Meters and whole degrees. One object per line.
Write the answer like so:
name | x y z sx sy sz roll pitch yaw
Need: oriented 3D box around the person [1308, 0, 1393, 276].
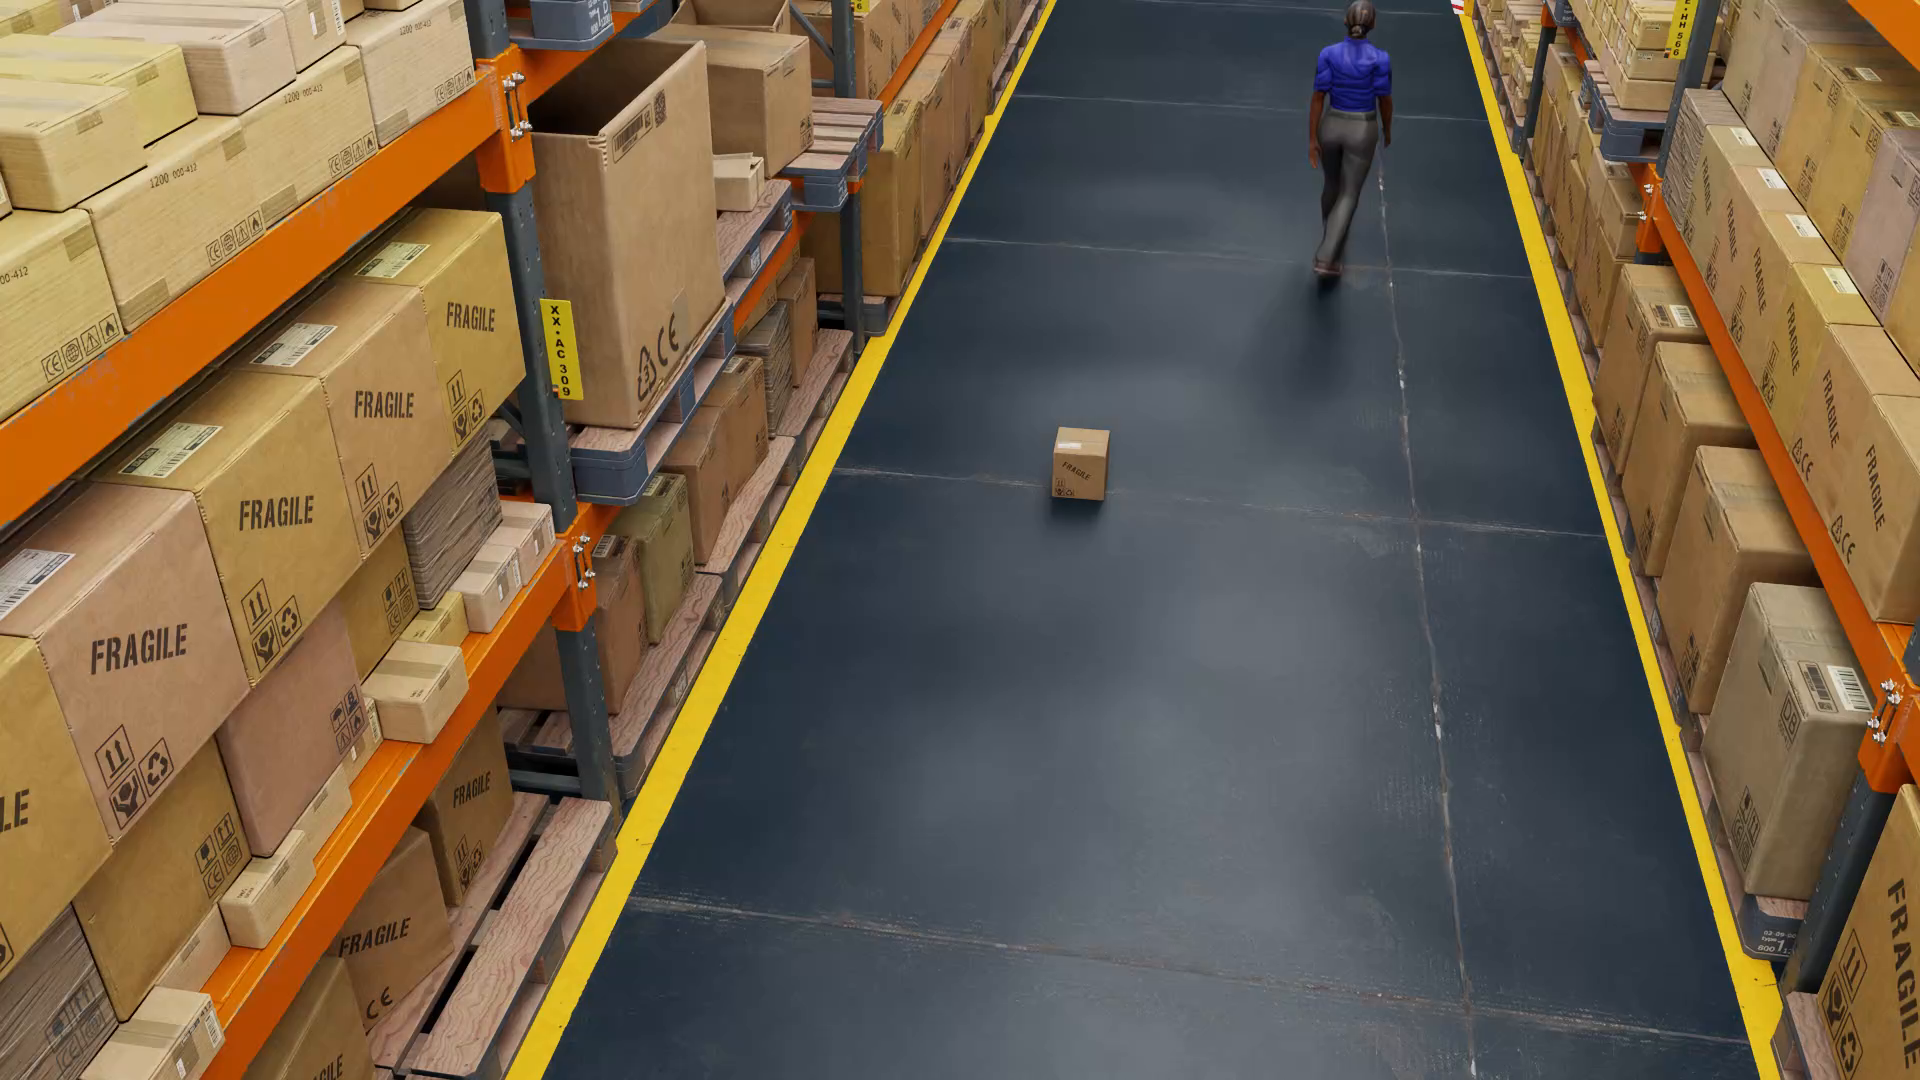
person | 2.329 -2.427 9.934 0.448 1.601 0.983 16 36 24
